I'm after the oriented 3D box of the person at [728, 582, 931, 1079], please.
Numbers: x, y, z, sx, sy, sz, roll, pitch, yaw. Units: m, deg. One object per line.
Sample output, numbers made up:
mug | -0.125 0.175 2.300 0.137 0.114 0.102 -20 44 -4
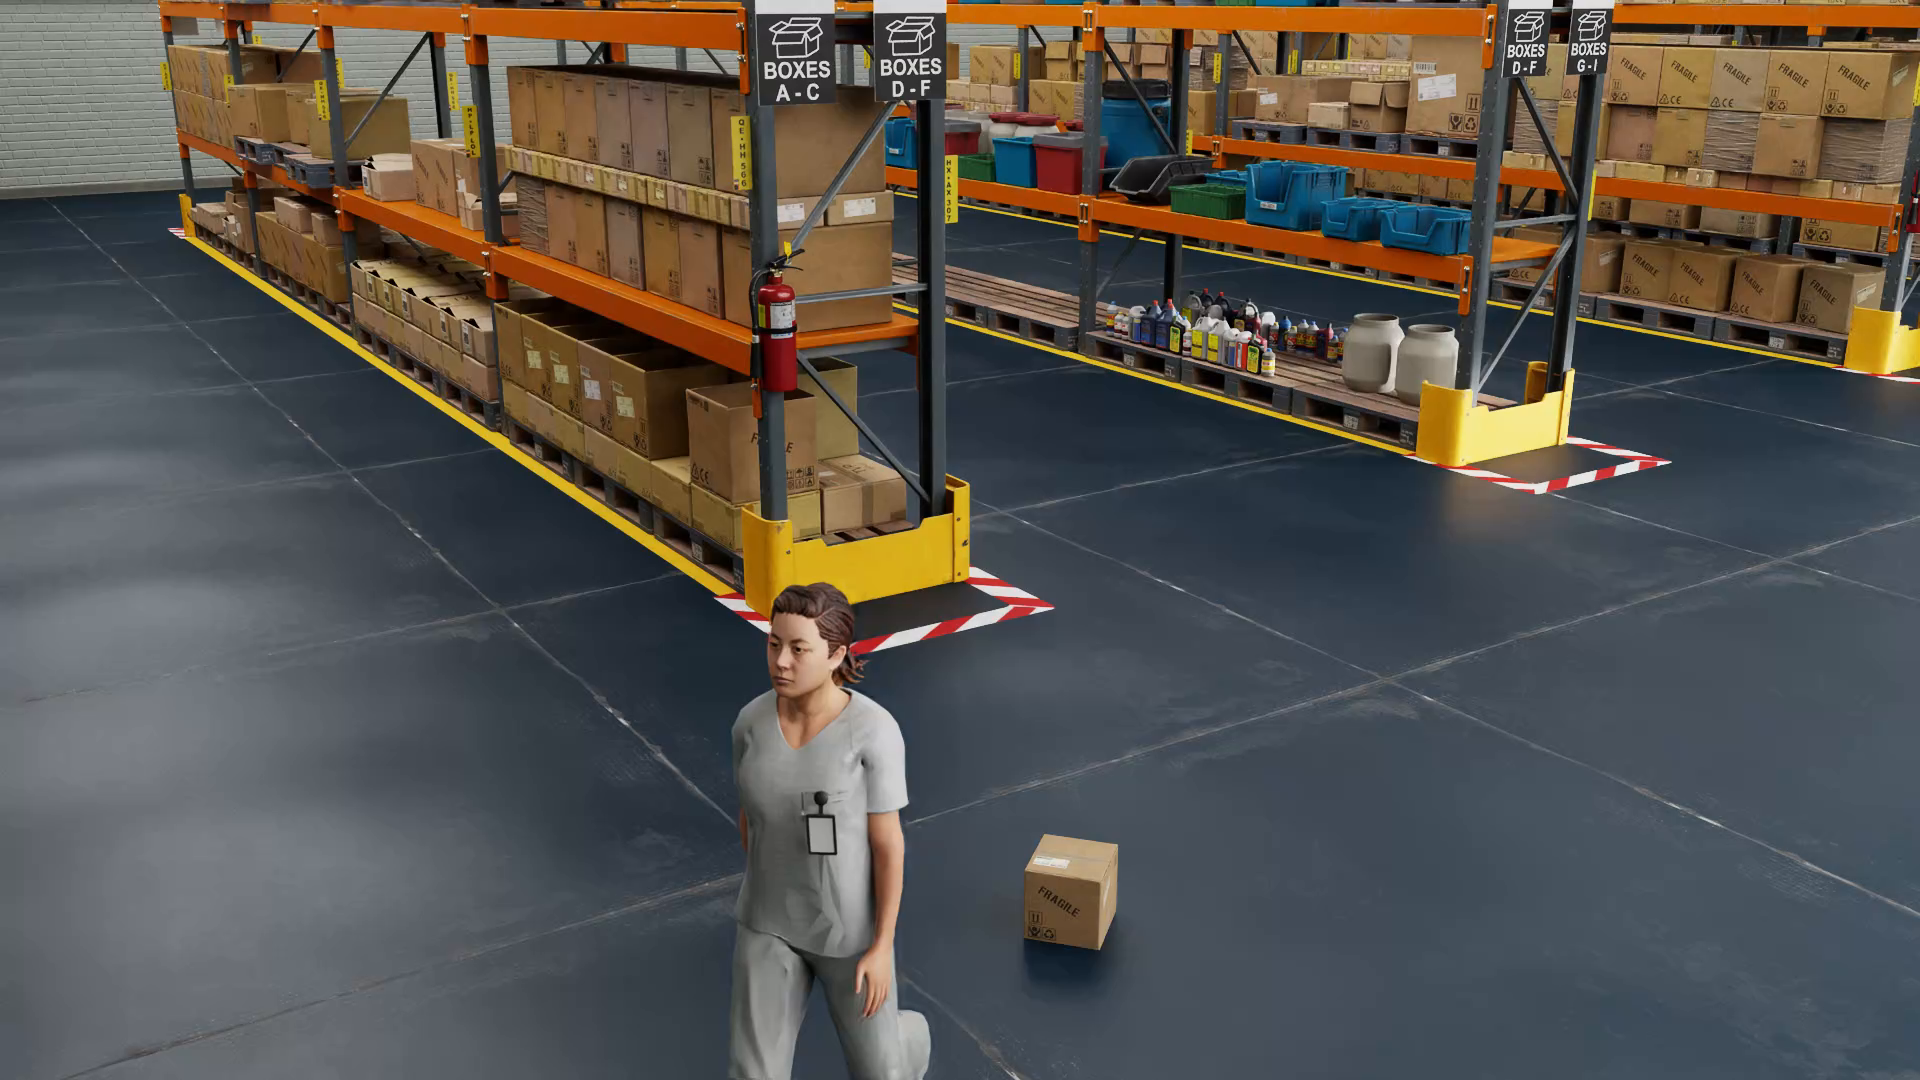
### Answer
person | -0.321 0.872 3.880 0.439 1.629 0.930 5 19 14
